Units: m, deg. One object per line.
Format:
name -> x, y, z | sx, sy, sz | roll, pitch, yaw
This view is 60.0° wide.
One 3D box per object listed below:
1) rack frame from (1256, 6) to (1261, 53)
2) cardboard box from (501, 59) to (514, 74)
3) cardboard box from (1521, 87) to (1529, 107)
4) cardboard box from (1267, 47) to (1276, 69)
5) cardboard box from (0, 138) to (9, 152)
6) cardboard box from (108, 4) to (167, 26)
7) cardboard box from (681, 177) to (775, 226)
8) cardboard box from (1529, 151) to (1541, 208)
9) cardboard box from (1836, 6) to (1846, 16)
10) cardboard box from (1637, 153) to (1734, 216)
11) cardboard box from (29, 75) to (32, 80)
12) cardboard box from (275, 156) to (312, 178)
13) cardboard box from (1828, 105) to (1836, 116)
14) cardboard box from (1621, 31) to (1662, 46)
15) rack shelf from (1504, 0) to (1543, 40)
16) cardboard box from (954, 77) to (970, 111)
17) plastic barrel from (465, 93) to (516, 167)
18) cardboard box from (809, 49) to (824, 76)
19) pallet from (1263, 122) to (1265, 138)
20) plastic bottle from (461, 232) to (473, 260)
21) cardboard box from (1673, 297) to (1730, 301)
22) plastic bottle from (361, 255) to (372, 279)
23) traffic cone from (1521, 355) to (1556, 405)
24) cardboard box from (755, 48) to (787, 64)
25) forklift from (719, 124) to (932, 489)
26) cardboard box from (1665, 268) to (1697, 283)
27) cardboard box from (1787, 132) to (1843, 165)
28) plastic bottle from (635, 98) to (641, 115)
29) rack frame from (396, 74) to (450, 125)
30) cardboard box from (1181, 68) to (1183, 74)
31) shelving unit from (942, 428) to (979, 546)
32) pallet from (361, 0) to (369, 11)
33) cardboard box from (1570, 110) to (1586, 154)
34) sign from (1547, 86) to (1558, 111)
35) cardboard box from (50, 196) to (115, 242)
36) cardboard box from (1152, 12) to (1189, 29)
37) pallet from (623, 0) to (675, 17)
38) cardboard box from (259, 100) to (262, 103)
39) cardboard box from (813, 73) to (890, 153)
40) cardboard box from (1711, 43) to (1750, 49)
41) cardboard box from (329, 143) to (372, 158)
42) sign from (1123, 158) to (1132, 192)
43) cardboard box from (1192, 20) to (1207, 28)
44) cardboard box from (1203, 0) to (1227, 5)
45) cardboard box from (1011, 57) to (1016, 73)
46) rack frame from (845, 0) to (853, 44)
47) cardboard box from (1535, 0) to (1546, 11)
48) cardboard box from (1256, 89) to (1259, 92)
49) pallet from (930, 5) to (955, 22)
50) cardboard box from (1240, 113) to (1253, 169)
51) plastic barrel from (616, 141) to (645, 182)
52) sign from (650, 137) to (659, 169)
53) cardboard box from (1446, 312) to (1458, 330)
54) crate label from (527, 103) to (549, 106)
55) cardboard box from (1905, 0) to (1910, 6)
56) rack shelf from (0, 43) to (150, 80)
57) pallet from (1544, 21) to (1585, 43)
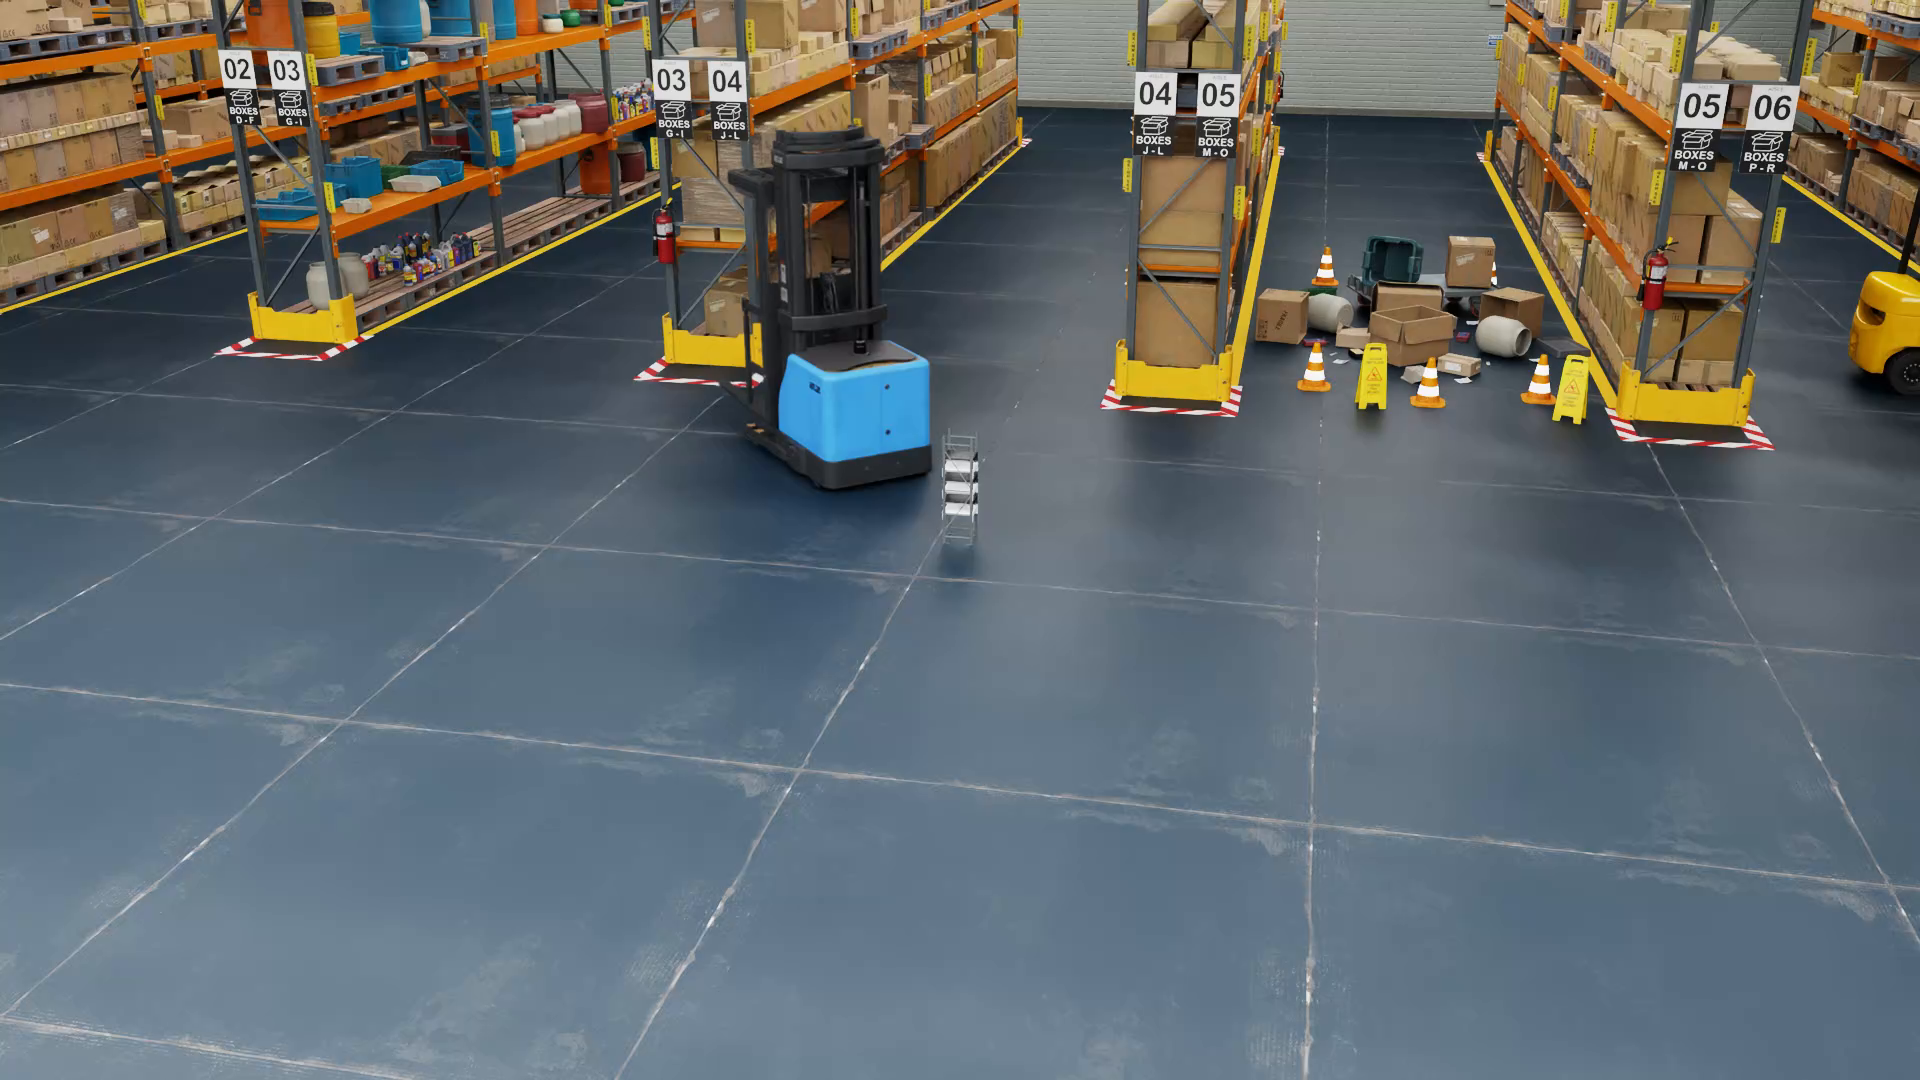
rack frame -> 3.005, -7.149, 19.060 | 1.000, 3.000, 0.127 | 4, 22, 11
cardboard box -> -9.113, -9.417, 32.586 | 0.500, 0.500, 0.500 | 5, 22, 11
cardboard box -> 9.138, -6.975, 26.188 | 0.500, 0.250, 0.500 | 4, 22, 9
cardboard box -> 4.968, -8.087, 27.548 | 0.500, 0.500, 0.500 | 5, 22, 12
cardboard box -> -11.896, -4.830, 20.328 | 0.380, 0.149, 0.250 | 4, 22, 10
cardboard box -> -11.392, -7.279, 23.036 | 0.500, 0.250, 0.500 | 7, 23, 16
cardboard box -> -2.507, -3.702, 17.999 | 0.875, 0.500, 0.500 | 4, 22, 11
cardboard box -> 9.279, -5.597, 25.519 | 0.875, 0.875, 0.875 | 5, 22, 12
cardboard box -> 14.433, -8.569, 26.936 | 0.380, 0.149, 0.250 | 5, 22, 12
cardboard box -> 6.945, -3.415, 15.947 | 0.700, 0.500, 0.500 | 4, 22, 10
cardboard box -> -15.723, -7.764, 28.057 | 0.500, 0.500, 0.500 | 5, 22, 11
cardboard box -> -10.577, -5.970, 26.530 | 0.500, 0.311, 0.500 | 5, 22, 12
cardboard box -> 14.347, -6.977, 27.000 | 0.380, 0.149, 0.250 | 4, 22, 10
cardboard box -> 7.463, -5.483, 18.207 | 0.380, 0.149, 0.250 | 5, 23, 13
rack shelf -> 9.912, -8.741, 27.990 | 1.077, 0.370, 4.000 | 4, 22, 11
cardboard box -> -0.134, -7.381, 27.533 | 0.500, 0.500, 0.500 | 5, 23, 13
plastic barrel -> -6.304, -5.510, 22.348 | 0.600, 0.901, 0.708 | 4, 22, 11
cardboard box -> -1.883, -5.540, 19.279 | 0.500, 0.250, 0.500 | 4, 22, 11
pallet -> 3.862, -6.009, 24.516 | 1.213, 0.211, 1.003 | 4, 22, 11
plastic bottle -> -6.528, -3.877, 21.922 | 0.144, 0.351, 0.185 | 4, 22, 9
cardboard box -> 7.597, -2.305, 17.176 | 0.500, 0.500, 0.500 | 4, 22, 9
plastic bottle -> -7.471, -3.432, 20.917 | 0.152, 0.276, 0.135 | 5, 22, 11
traffic cone -> 5.880, -1.642, 16.812 | 0.336, 0.463, 0.334 | 4, 22, 11
cardboard box -> -2.106, -5.280, 18.102 | 0.380, 0.149, 0.250 | 4, 22, 11
forklift -> -1.401, -2.307, 15.158 | 1.130, 2.935, 3.031 | -12, 25, -27
cardboard box -> 6.922, -2.600, 16.130 | 0.380, 0.149, 0.250 | 5, 23, 13
cardboard box -> 14.962, -6.858, 29.147 | 0.797, 0.503, 0.637 | 4, 22, 9
plastic bottle -> -5.239, -7.039, 26.988 | 0.097, 0.271, 0.097 | 0, 22, 0
rack frame -> -9.895, -8.464, 30.354 | 1.000, 3.000, 0.127 | 4, 22, 11
cardboard box -> 2.081, -4.846, 16.995 | 0.380, 0.149, 0.250 | 5, 22, 11
shelving unit -> 0.002, -0.420, 13.193 | 0.258, 0.900, 0.210 | 4, 22, 11
pallet -> -10.305, -9.155, 28.308 | 1.213, 0.211, 1.003 | 4, 22, 11
cardboard box -> 8.058, -5.153, 21.039 | 0.500, 0.500, 0.500 | 4, 22, 9
sign -> 8.143, -6.067, 22.853 | 0.100, 0.325, 0.005 | 4, 22, 11
cardboard box -> -11.620, -4.254, 22.016 | 0.500, 0.500, 0.500 | 4, 22, 11
cardboard box -> 2.185, -5.404, 17.313 | 0.380, 0.149, 0.250 | 4, 22, 10
pallet -> -5.339, -8.680, 27.127 | 1.003, 0.211, 1.213 | 4, 22, 11
cardboard box -> -14.280, -8.512, 33.258 | 0.700, 0.500, 0.500 | 5, 22, 12
cardboard box -> -1.531, -5.535, 21.716 | 1.000, 1.000, 1.000 | 5, 22, 11
cardboard box -> 7.797, -4.964, 16.918 | 0.380, 0.149, 0.250 | 5, 22, 12
cardboard box -> -10.237, -6.382, 27.942 | 0.500, 0.500, 0.500 | 4, 22, 9
sign -> 1.660, -3.597, 16.403 | 0.100, 0.325, 0.005 | 4, 22, 11
cardboard box -> 2.427, -5.541, 18.188 | 0.500, 0.250, 0.500 | 4, 22, 10
cardboard box -> 3.458, -7.173, 22.556 | 0.500, 0.311, 0.500 | 4, 22, 11
cardboard box -> 0.779, -9.041, 31.590 | 0.500, 0.250, 0.500 | 4, 22, 10
rack frame -> -1.830, -7.564, 20.090 | 1.000, 3.000, 0.127 | 4, 22, 11
cardboard box -> 9.040, -8.284, 25.197 | 0.500, 0.500, 0.500 | 4, 22, 10
cardboard box -> 4.266, -6.623, 24.760 | 0.380, 0.149, 0.250 | 4, 22, 9
pallet -> -0.709, -8.197, 25.929 | 1.003, 0.211, 1.213 | 6, 23, 13
cardboard box -> 2.897, -4.595, 19.101 | 0.875, 0.550, 0.550 | 4, 22, 11
plastic barrel -> -5.549, -6.292, 27.626 | 0.600, 0.588, 0.708 | 4, 22, 11
sign -> -3.186, -4.052, 17.427 | 0.100, 0.325, 0.005 | 4, 22, 11
cardboard box -> 5.604, -2.624, 19.513 | 0.258, 0.266, 0.396 | -11, 25, -26
crate label -> -6.330, -6.296, 24.923 | 0.502, 0.435, 0.616 | 4, 22, 11
cardboard box -> 13.678, -7.677, 23.626 | 0.380, 0.149, 0.250 | 5, 22, 11
rack shelf -> -11.936, -5.864, 20.847 | 1.077, 0.370, 4.000 | 4, 22, 11
pallet -> 8.767, -7.032, 23.037 | 1.213, 0.211, 1.003 | 6, 23, 13
